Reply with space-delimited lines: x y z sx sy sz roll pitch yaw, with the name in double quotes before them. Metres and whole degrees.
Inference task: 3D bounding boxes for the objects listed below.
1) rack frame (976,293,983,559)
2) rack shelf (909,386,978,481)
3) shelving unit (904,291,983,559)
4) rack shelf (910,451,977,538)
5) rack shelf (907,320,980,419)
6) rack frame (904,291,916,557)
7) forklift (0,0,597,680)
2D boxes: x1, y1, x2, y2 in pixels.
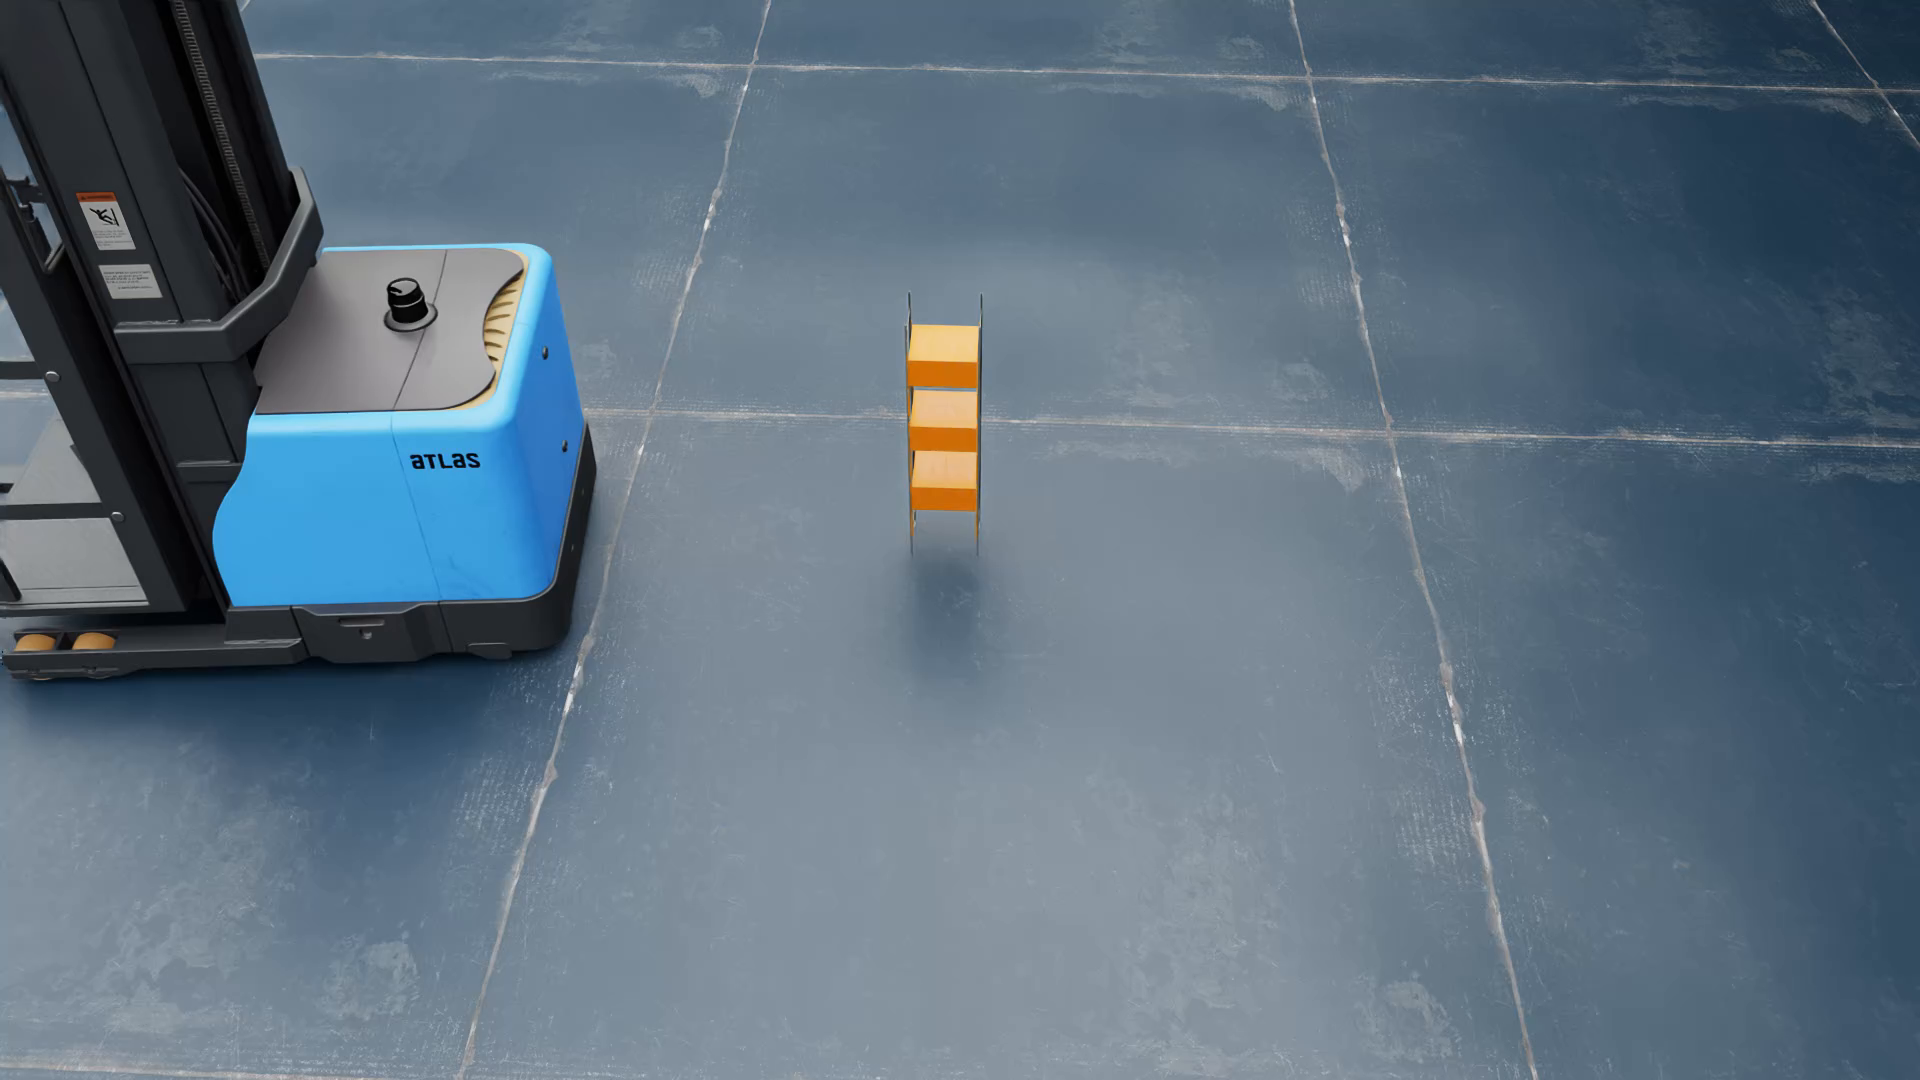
"rack frame" 0.068 -0.382 5.890 0.008 1.050 0.200 2 43 2
"rack shelf" -0.053 -0.378 5.901 0.240 0.259 0.215 2 43 2
"shelving unit" -0.053 -0.386 5.894 0.252 1.050 0.215 2 43 2
"rack shelf" -0.053 -0.175 6.091 0.240 0.259 0.215 2 43 2
"rack shelf" -0.053 -0.586 5.708 0.240 0.259 0.215 2 43 2
"rack frame" -0.175 -0.390 5.898 0.008 1.050 0.200 2 43 2
"forklift" -2.901 -0.959 5.129 3.031 2.935 1.130 -2 43 -2
